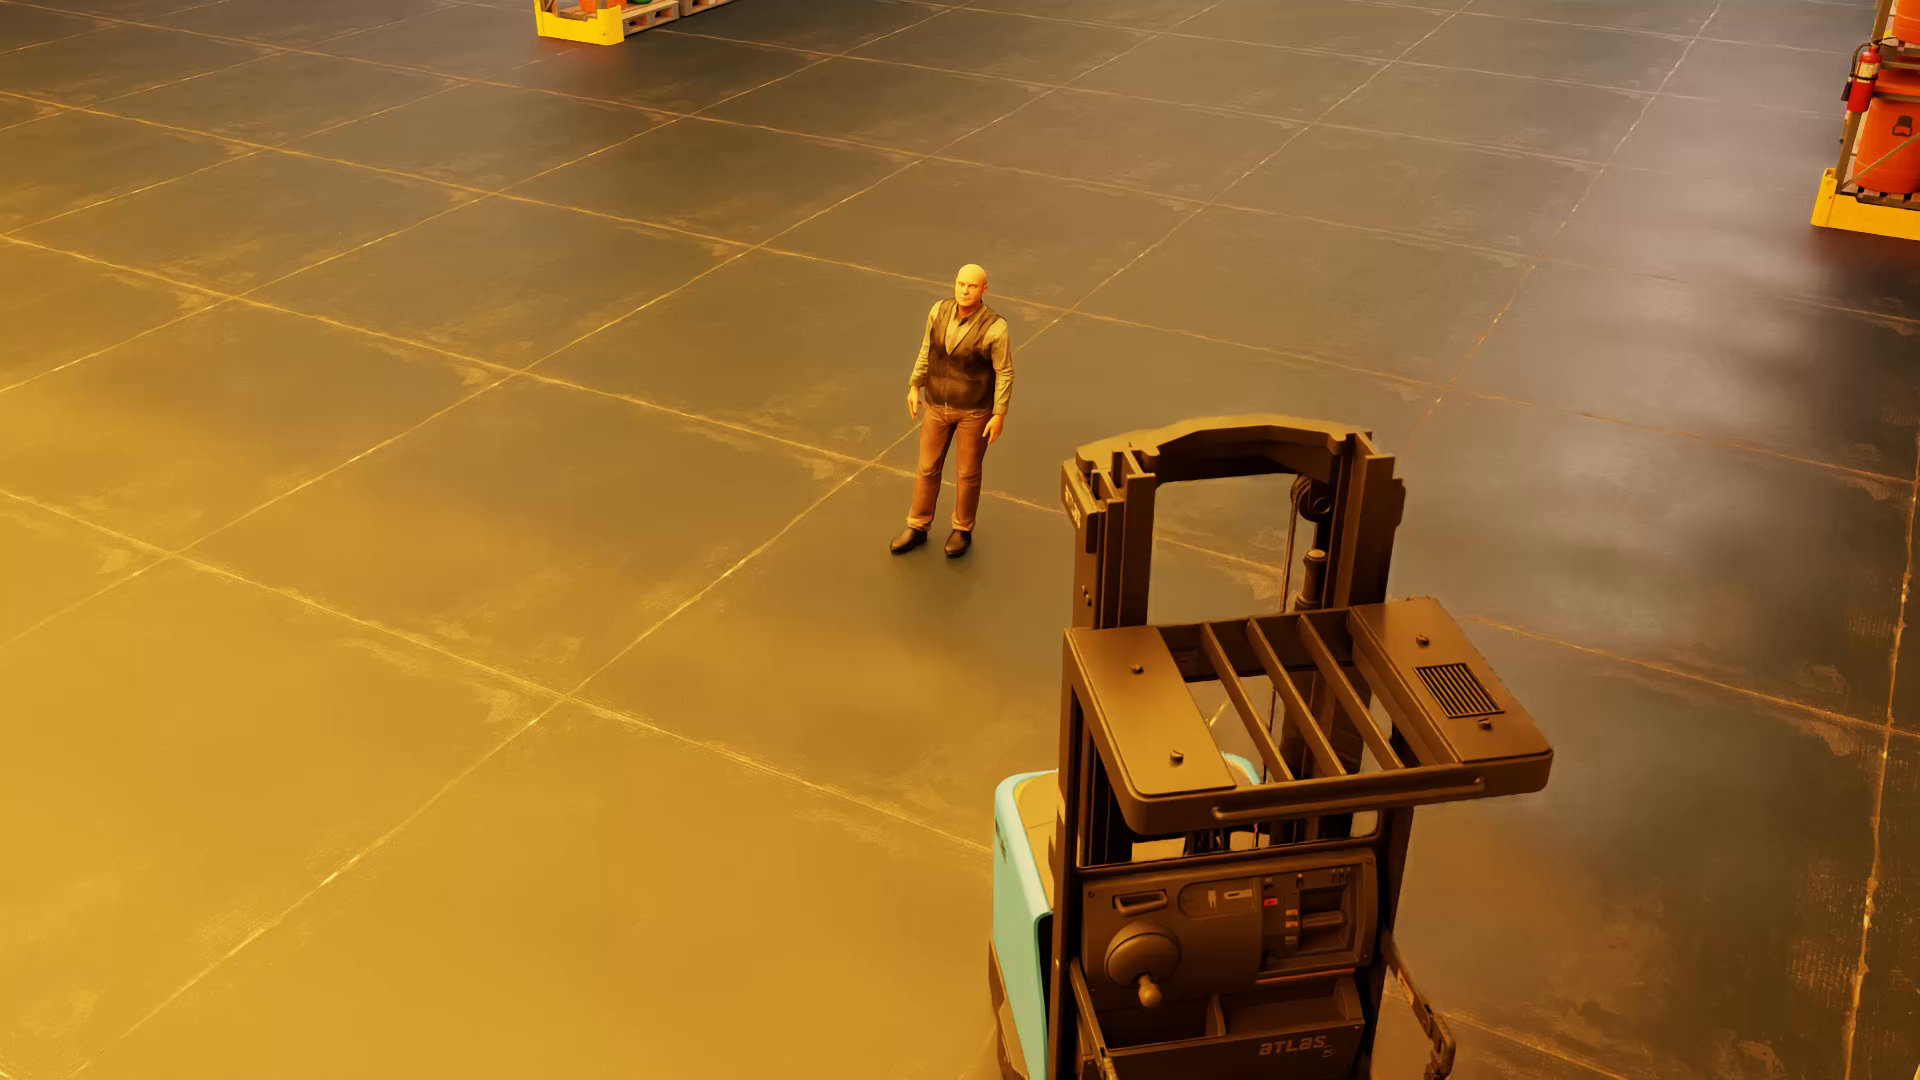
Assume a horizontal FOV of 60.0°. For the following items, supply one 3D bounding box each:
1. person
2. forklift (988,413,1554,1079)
[{"bbox_3d":[-0.037,-0.727,9.525,0.632,1.720,0.568,15,33,25],"label":"person"},{"bbox_3d":[0.872,1.239,4.924,1.130,2.935,3.031,-5,30,-8],"label":"forklift"}]
